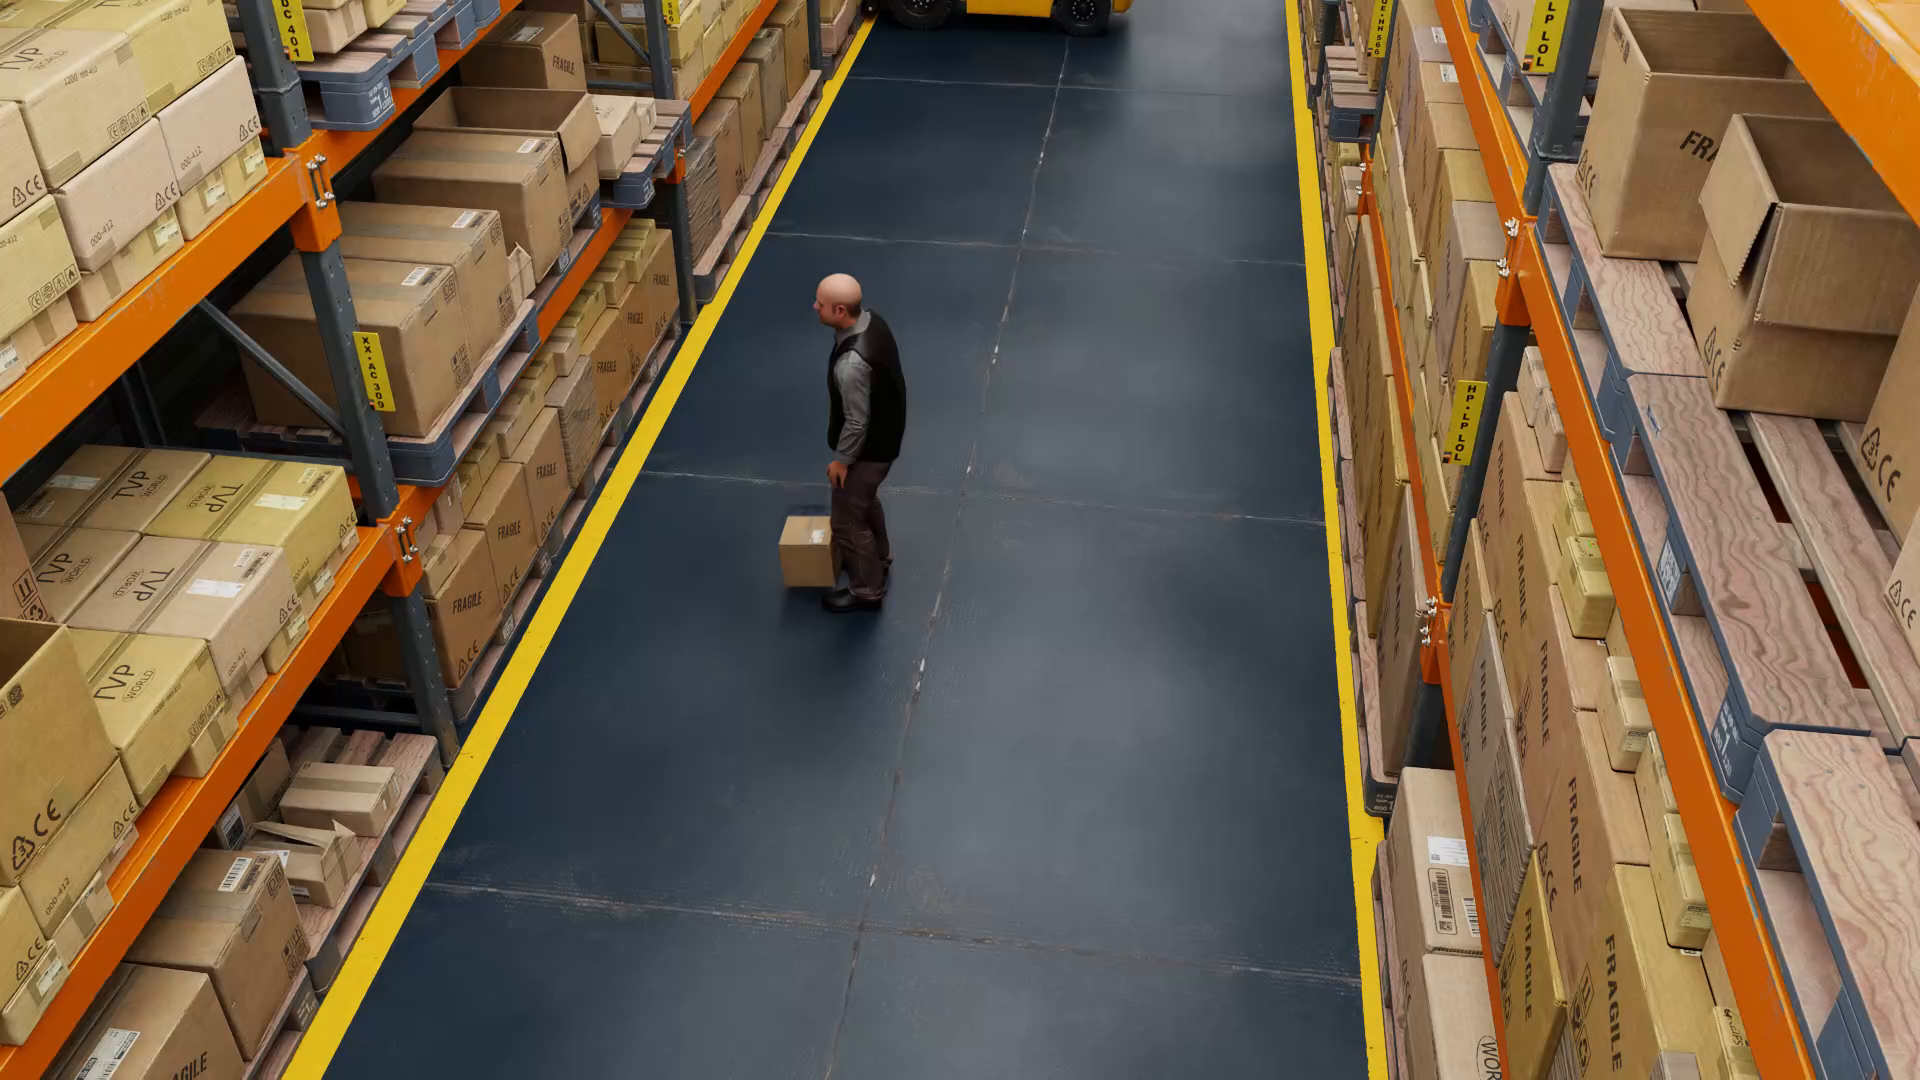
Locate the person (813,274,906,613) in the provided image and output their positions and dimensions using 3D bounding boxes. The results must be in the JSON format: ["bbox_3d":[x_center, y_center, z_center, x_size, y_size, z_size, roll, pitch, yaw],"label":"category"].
[{"bbox_3d":[-0.454,-0.447,7.678,0.423,1.722,0.568,3,36,4],"label":"person"}]
